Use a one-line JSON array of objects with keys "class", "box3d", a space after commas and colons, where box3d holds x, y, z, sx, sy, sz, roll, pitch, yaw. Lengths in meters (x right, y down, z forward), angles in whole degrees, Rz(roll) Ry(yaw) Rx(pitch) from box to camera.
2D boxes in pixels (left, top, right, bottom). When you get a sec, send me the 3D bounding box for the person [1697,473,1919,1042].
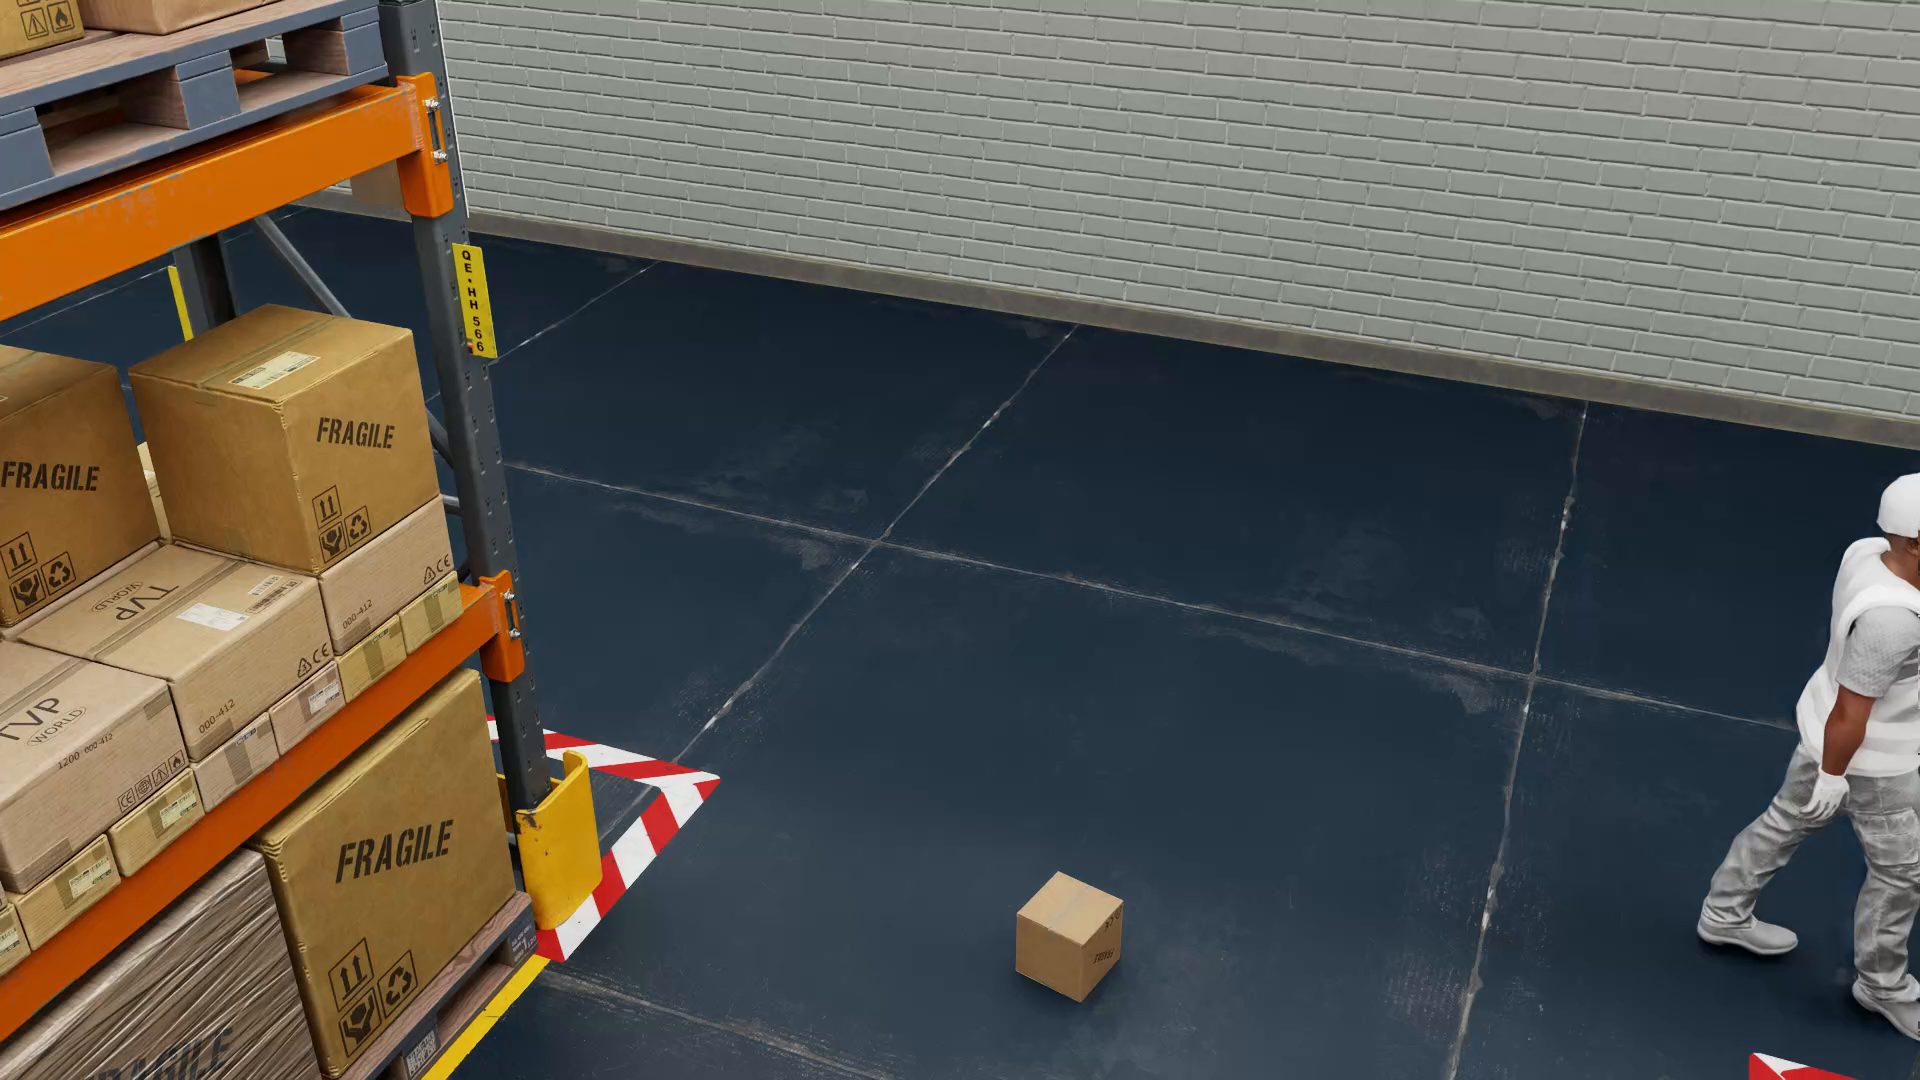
[{"class": "person", "box3d": [2.789, 0.629, 4.994, 0.737, 1.814, 0.563, 9, 30, 15]}]
